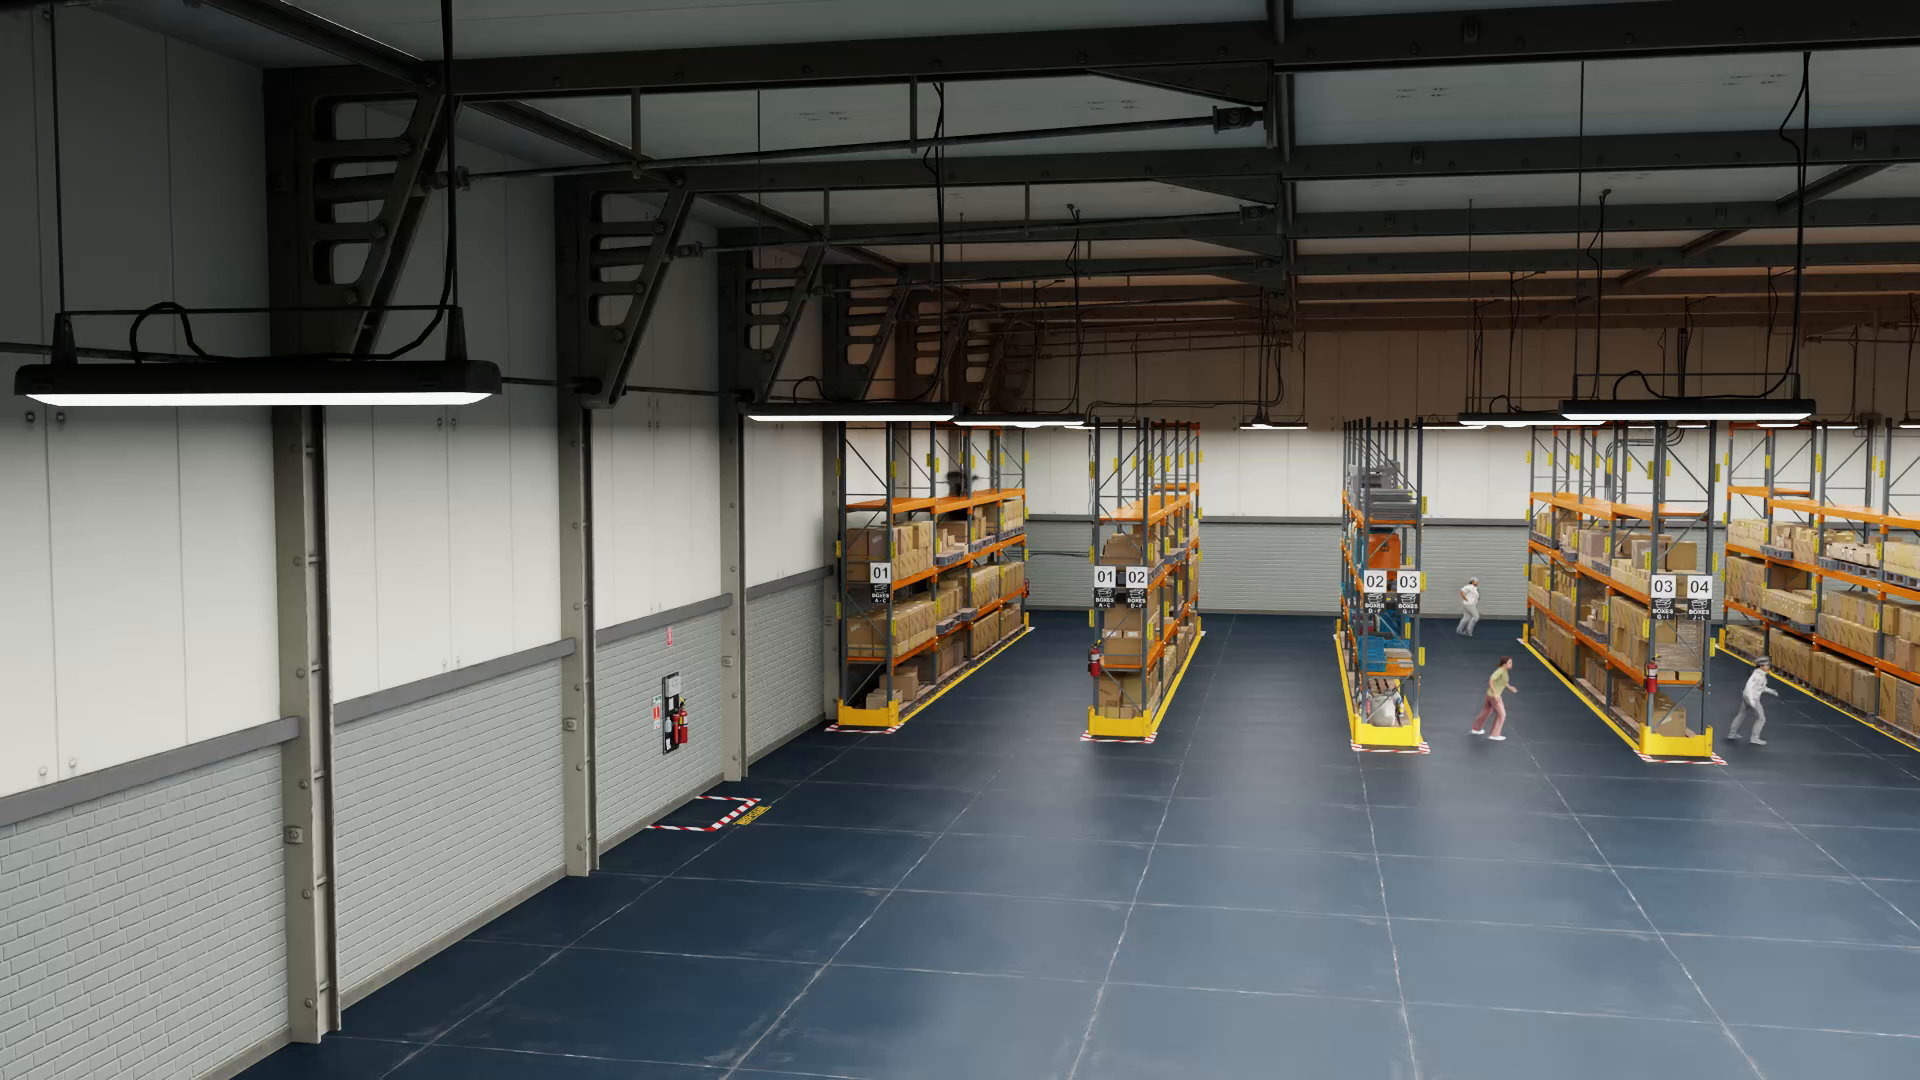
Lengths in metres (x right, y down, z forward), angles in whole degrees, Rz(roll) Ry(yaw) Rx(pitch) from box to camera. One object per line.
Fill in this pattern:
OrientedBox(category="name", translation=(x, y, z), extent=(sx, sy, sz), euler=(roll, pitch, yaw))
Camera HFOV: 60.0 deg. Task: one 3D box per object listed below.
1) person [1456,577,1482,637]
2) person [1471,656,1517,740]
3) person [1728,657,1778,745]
OrientedBox(category="person", translation=(14.320, 1.879, 46.773), extent=(0.669, 1.680, 0.670), euler=(2, 4, 23))
OrientedBox(category="person", translation=(9.956, 2.924, 31.024), extent=(0.826, 1.592, 0.639), euler=(2, 4, 24))
OrientedBox(category="person", translation=(14.631, 2.939, 30.647), extent=(0.810, 1.613, 0.656), euler=(1, 4, 21))
